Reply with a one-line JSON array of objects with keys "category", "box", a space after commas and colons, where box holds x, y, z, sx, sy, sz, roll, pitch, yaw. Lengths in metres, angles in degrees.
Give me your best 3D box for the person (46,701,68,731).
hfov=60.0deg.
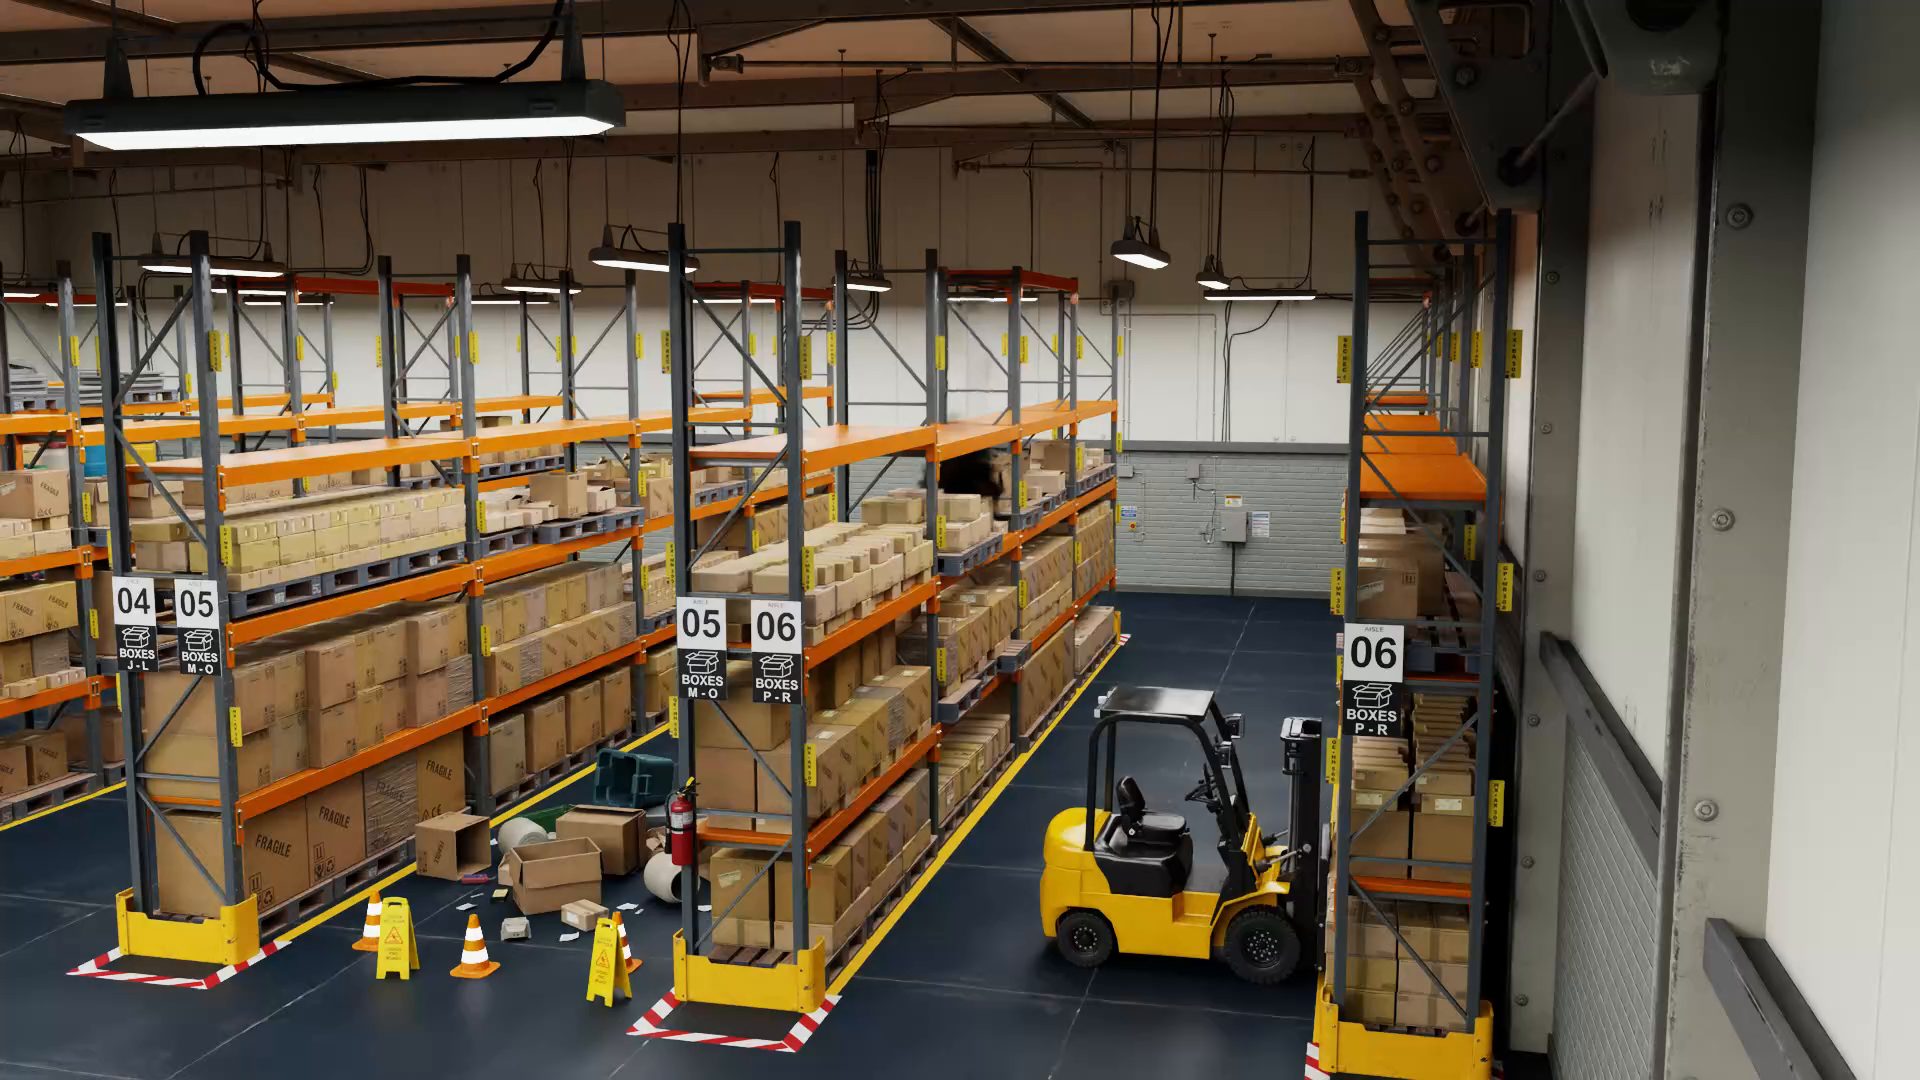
[{"category": "person", "box": [-11.290, 1.777, 20.739, 0.581, 1.695, 0.883, 1, 7, 6]}]
